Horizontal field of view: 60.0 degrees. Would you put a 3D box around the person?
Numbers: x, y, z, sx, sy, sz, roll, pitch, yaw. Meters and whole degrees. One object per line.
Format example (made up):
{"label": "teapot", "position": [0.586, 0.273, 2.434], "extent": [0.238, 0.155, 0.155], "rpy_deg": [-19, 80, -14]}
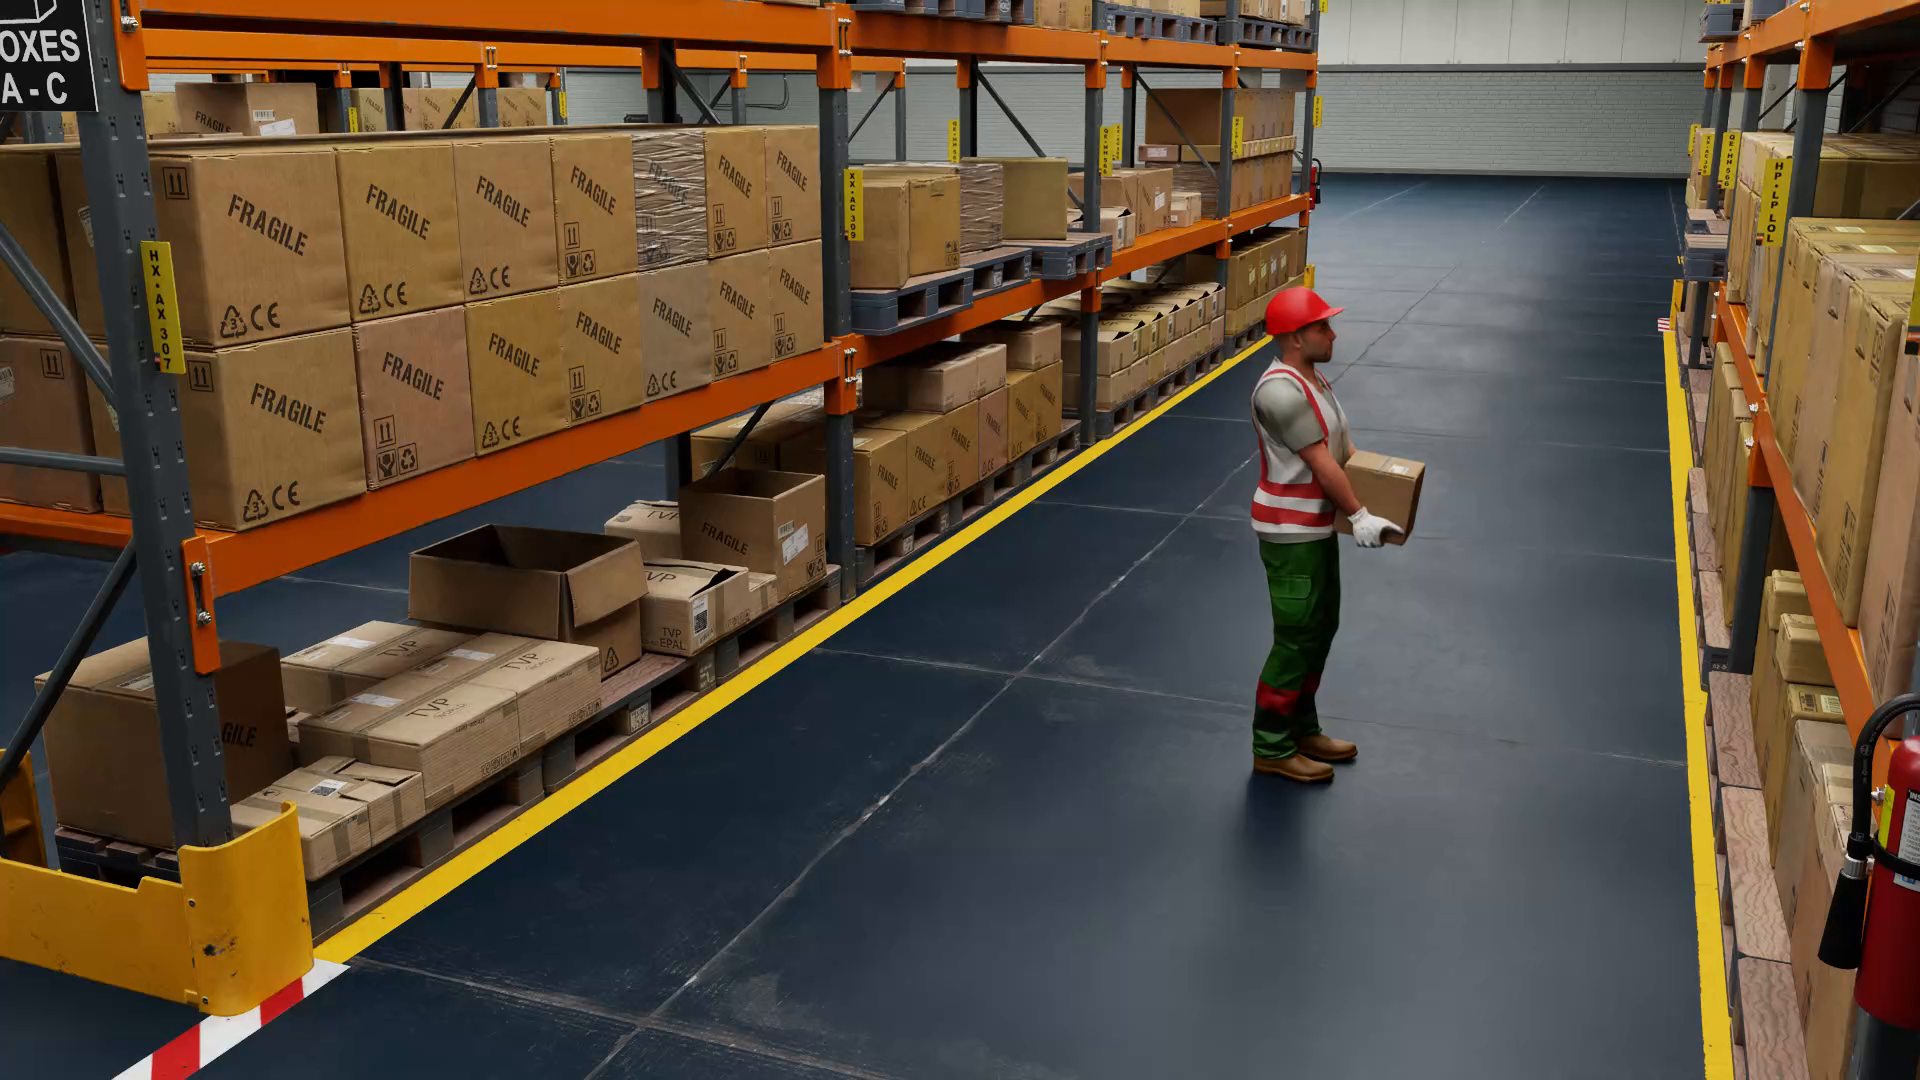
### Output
{"label": "person", "position": [1.341, -0.016, 6.041], "extent": [0.565, 1.784, 0.494], "rpy_deg": [6, 16, 22]}
